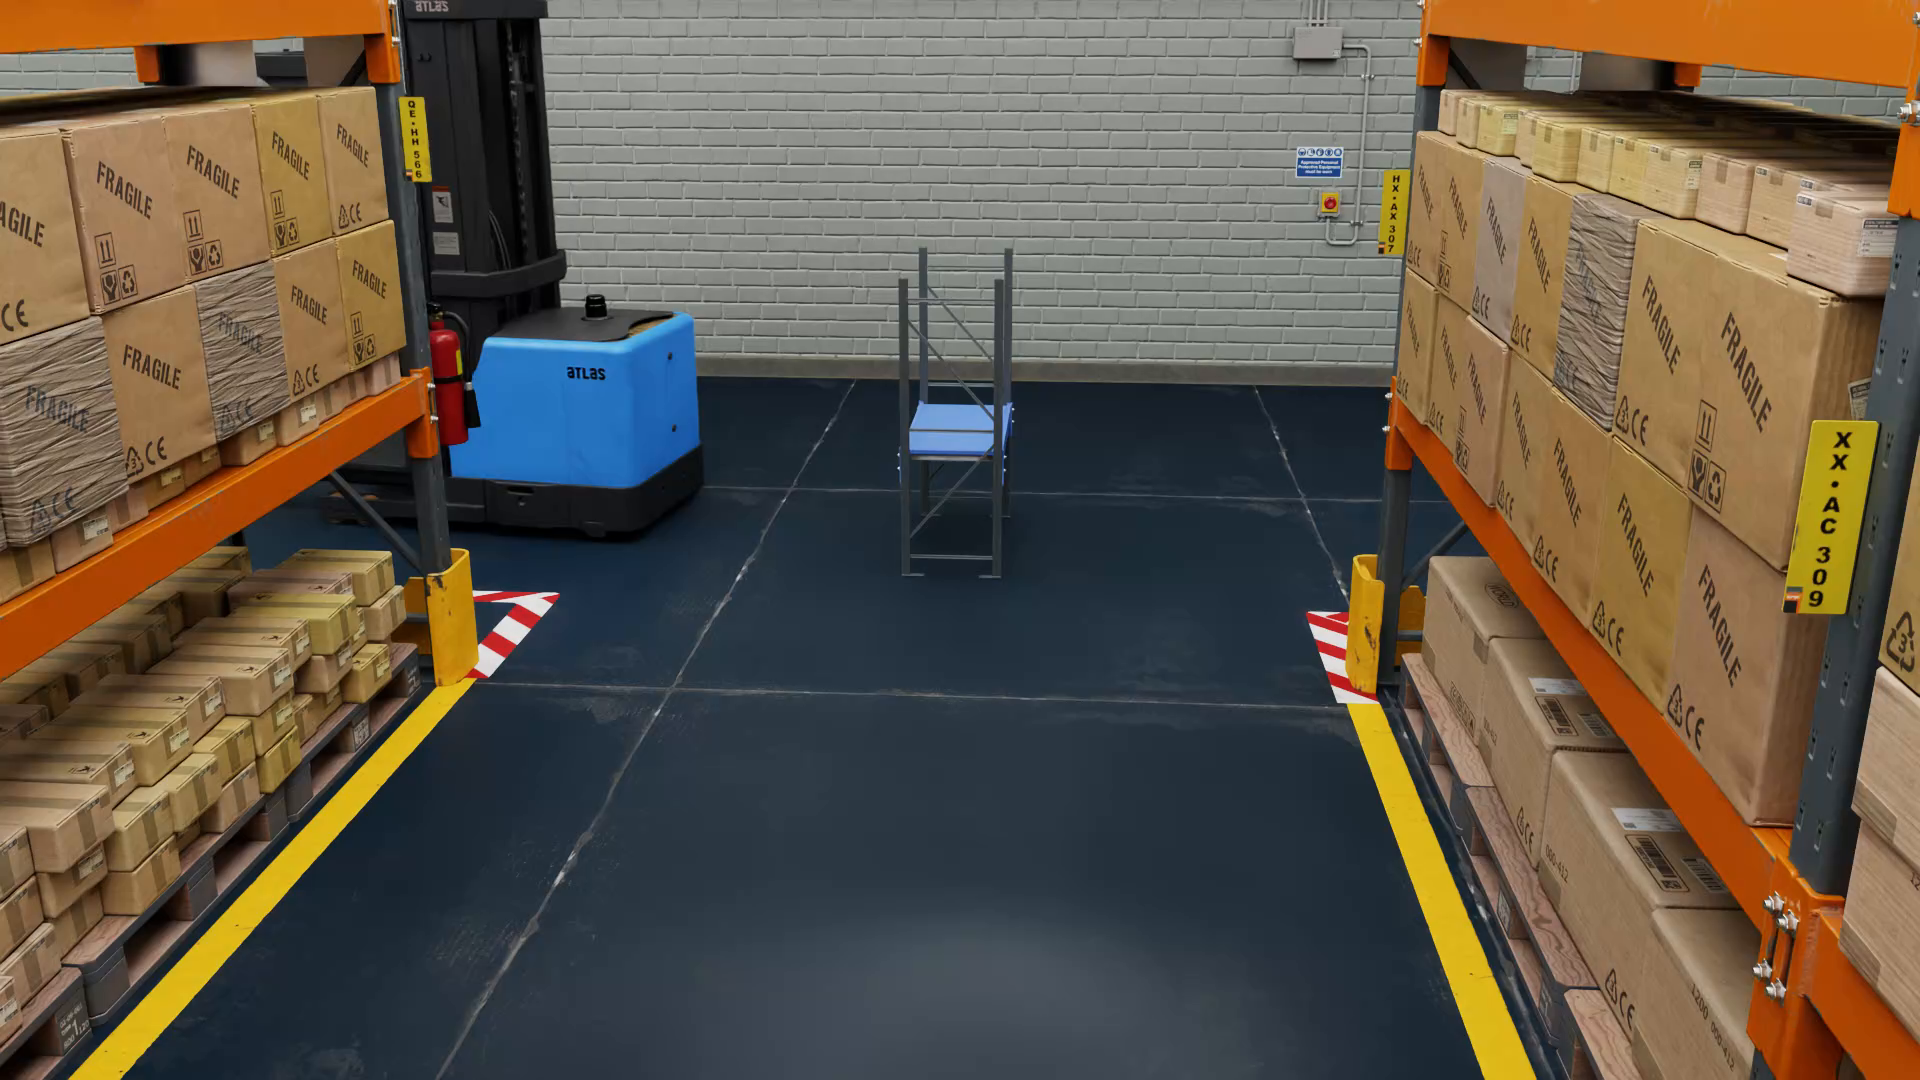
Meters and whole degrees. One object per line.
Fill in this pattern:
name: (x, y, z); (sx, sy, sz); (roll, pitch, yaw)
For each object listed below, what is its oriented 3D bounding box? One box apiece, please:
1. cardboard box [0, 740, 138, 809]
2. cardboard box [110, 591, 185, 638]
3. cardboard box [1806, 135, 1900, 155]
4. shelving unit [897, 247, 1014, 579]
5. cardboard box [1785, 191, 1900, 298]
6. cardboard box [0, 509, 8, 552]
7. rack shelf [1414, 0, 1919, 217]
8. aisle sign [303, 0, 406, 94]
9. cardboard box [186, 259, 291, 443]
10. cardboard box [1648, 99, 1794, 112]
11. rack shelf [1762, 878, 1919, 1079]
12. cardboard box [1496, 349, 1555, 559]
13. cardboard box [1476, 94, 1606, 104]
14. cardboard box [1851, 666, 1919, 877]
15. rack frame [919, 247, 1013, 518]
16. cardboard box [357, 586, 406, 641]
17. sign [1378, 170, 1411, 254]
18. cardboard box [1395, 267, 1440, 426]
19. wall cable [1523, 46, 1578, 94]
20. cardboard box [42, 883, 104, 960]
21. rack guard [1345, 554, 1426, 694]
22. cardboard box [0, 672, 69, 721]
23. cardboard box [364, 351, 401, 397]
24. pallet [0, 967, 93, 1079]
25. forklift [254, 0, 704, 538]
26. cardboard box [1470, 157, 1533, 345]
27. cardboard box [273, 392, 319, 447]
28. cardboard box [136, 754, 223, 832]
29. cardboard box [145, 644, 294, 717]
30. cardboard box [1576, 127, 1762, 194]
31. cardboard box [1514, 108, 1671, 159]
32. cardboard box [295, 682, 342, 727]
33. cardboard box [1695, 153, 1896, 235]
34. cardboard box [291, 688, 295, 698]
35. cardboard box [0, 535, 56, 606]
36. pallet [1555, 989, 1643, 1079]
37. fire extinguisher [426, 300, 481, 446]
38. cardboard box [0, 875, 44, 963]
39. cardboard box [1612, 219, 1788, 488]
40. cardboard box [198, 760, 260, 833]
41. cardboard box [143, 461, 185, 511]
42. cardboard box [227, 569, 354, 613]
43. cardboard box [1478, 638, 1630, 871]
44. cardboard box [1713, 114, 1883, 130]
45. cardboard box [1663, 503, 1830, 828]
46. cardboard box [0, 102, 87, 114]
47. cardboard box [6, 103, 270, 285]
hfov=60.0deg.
cardboard box: (-2.672, 0.709, 4.891); (0.380, 0.149, 0.250); (1, 18, 2)
cardboard box: (-3.119, 0.297, 6.149); (0.380, 0.149, 0.250); (1, 18, 4)
cardboard box: (2.284, -0.894, 4.027); (0.380, 0.149, 0.250); (1, 18, 4)
shelving unit: (-0.006, -0.686, 8.609); (0.538, 1.500, 1.048); (1, 18, 4)
cardboard box: (1.666, -0.507, 2.845); (0.380, 0.149, 0.250); (1, 18, 3)
cardboard box: (-2.668, -0.143, 3.905); (0.500, 0.500, 0.500); (1, 18, 4)
rack shelf: (2.104, -1.278, 4.344); (1.077, 0.370, 4.000); (1, 18, 4)
aisle sign: (-2.392, -2.146, 6.480); (0.394, 0.787, 0.004); (1, 18, 4)
cardboard box: (-2.541, -0.621, 5.362); (0.500, 0.500, 0.500); (1, 18, 4)
cardboard box: (2.493, -1.369, 5.476); (0.380, 0.149, 0.250); (1, 18, 3)
rack shelf: (1.818, 1.390, 1.020); (1.077, 0.370, 4.000); (1, 18, 4)
cardboard box: (1.845, -0.249, 4.706); (0.500, 0.500, 0.500); (2, 18, 6)
cardboard box: (1.998, -1.459, 5.752); (0.380, 0.149, 0.250); (2, 18, 5)
cardboard box: (1.648, 0.391, 2.351); (0.500, 0.250, 0.500); (1, 18, 2)
rack frame: (0.030, -0.844, 9.090); (0.500, 1.500, 0.032); (1, 18, 4)
cardboard box: (-2.450, 0.289, 6.649); (0.380, 0.149, 0.250); (1, 18, 2)
sign: (1.695, -1.279, 6.491); (0.100, 0.325, 0.005); (1, 18, 4)
cardboard box: (1.927, -0.720, 6.144); (0.500, 0.500, 0.500); (1, 18, 3)
wall cable: (4.044, -3.022, 11.697); (0.588, 1.984, 0.122); (1, 18, 4)
cardboard box: (-2.699, 1.072, 4.739); (0.380, 0.149, 0.250); (1, 18, 2)
rack guard: (2.249, 0.365, 7.007); (1.175, 0.500, 0.348); (1, 18, 4)
cardboard box: (-3.148, 0.542, 5.400); (0.380, 0.149, 0.250); (2, 18, 5)
cardboard box: (-2.438, -0.668, 6.547); (0.380, 0.149, 0.250); (1, 18, 4)
pallet: (-2.971, 1.463, 4.118); (1.003, 0.211, 1.213); (1, 18, 4)
forklift: (-3.064, -1.627, 9.183); (3.031, 2.935, 1.130); (4, 19, 13)
cardboard box: (1.870, -0.875, 5.009); (0.500, 0.500, 0.500); (1, 18, 3)
cardboard box: (-2.492, -0.433, 5.832); (0.380, 0.149, 0.250); (2, 18, 5)
cardboard box: (-2.539, 0.777, 5.160); (0.380, 0.149, 0.250); (1, 18, 4)
cardboard box: (-2.495, 0.472, 5.615); (0.380, 0.149, 0.250); (2, 18, 6)
cardboard box: (1.823, -0.979, 4.286); (0.380, 0.149, 0.250); (1, 18, 4)
cardboard box: (1.898, -1.216, 5.010); (0.380, 0.149, 0.250); (1, 18, 4)
cardboard box: (-2.549, 0.591, 6.206); (0.380, 0.149, 0.250); (1, 18, 4)
cardboard box: (1.821, -0.743, 3.564); (0.380, 0.149, 0.250); (1, 18, 3)
cardboard box: (-2.607, 0.532, 5.908); (0.380, 0.149, 0.250); (1, 18, 3)
cardboard box: (-2.617, 0.059, 4.328); (0.380, 0.149, 0.250); (2, 18, 5)
pallet: (2.093, 1.517, 3.953); (1.003, 0.211, 1.213); (1, 18, 4)
fire extinguisher: (-2.219, -0.749, 7.114); (0.296, 0.674, 0.183); (1, 18, 4)
cardboard box: (-2.706, 1.015, 4.434); (0.380, 0.149, 0.250); (0, 18, 1)
cardboard box: (1.764, -0.406, 3.579); (0.500, 0.500, 0.500); (1, 18, 3)
cardboard box: (-2.549, 0.833, 5.468); (0.380, 0.149, 0.250); (2, 18, 5)
cardboard box: (-2.621, -0.187, 5.079); (0.380, 0.149, 0.250); (2, 18, 5)
cardboard box: (-2.557, 0.225, 6.369); (0.380, 0.149, 0.250); (2, 18, 5)
cardboard box: (2.243, 0.694, 5.428); (0.875, 0.438, 0.875); (2, 18, 5)
cardboard box: (2.385, -1.133, 4.755); (0.380, 0.149, 0.250); (2, 18, 5)
cardboard box: (1.739, 0.230, 3.245); (0.500, 0.500, 0.500); (1, 18, 4)
cardboard box: (-3.083, -1.107, 5.241); (0.500, 0.500, 0.500); (1, 18, 3)
cardboard box: (-2.546, -1.092, 5.194); (0.500, 0.500, 0.500); (2, 18, 7)
